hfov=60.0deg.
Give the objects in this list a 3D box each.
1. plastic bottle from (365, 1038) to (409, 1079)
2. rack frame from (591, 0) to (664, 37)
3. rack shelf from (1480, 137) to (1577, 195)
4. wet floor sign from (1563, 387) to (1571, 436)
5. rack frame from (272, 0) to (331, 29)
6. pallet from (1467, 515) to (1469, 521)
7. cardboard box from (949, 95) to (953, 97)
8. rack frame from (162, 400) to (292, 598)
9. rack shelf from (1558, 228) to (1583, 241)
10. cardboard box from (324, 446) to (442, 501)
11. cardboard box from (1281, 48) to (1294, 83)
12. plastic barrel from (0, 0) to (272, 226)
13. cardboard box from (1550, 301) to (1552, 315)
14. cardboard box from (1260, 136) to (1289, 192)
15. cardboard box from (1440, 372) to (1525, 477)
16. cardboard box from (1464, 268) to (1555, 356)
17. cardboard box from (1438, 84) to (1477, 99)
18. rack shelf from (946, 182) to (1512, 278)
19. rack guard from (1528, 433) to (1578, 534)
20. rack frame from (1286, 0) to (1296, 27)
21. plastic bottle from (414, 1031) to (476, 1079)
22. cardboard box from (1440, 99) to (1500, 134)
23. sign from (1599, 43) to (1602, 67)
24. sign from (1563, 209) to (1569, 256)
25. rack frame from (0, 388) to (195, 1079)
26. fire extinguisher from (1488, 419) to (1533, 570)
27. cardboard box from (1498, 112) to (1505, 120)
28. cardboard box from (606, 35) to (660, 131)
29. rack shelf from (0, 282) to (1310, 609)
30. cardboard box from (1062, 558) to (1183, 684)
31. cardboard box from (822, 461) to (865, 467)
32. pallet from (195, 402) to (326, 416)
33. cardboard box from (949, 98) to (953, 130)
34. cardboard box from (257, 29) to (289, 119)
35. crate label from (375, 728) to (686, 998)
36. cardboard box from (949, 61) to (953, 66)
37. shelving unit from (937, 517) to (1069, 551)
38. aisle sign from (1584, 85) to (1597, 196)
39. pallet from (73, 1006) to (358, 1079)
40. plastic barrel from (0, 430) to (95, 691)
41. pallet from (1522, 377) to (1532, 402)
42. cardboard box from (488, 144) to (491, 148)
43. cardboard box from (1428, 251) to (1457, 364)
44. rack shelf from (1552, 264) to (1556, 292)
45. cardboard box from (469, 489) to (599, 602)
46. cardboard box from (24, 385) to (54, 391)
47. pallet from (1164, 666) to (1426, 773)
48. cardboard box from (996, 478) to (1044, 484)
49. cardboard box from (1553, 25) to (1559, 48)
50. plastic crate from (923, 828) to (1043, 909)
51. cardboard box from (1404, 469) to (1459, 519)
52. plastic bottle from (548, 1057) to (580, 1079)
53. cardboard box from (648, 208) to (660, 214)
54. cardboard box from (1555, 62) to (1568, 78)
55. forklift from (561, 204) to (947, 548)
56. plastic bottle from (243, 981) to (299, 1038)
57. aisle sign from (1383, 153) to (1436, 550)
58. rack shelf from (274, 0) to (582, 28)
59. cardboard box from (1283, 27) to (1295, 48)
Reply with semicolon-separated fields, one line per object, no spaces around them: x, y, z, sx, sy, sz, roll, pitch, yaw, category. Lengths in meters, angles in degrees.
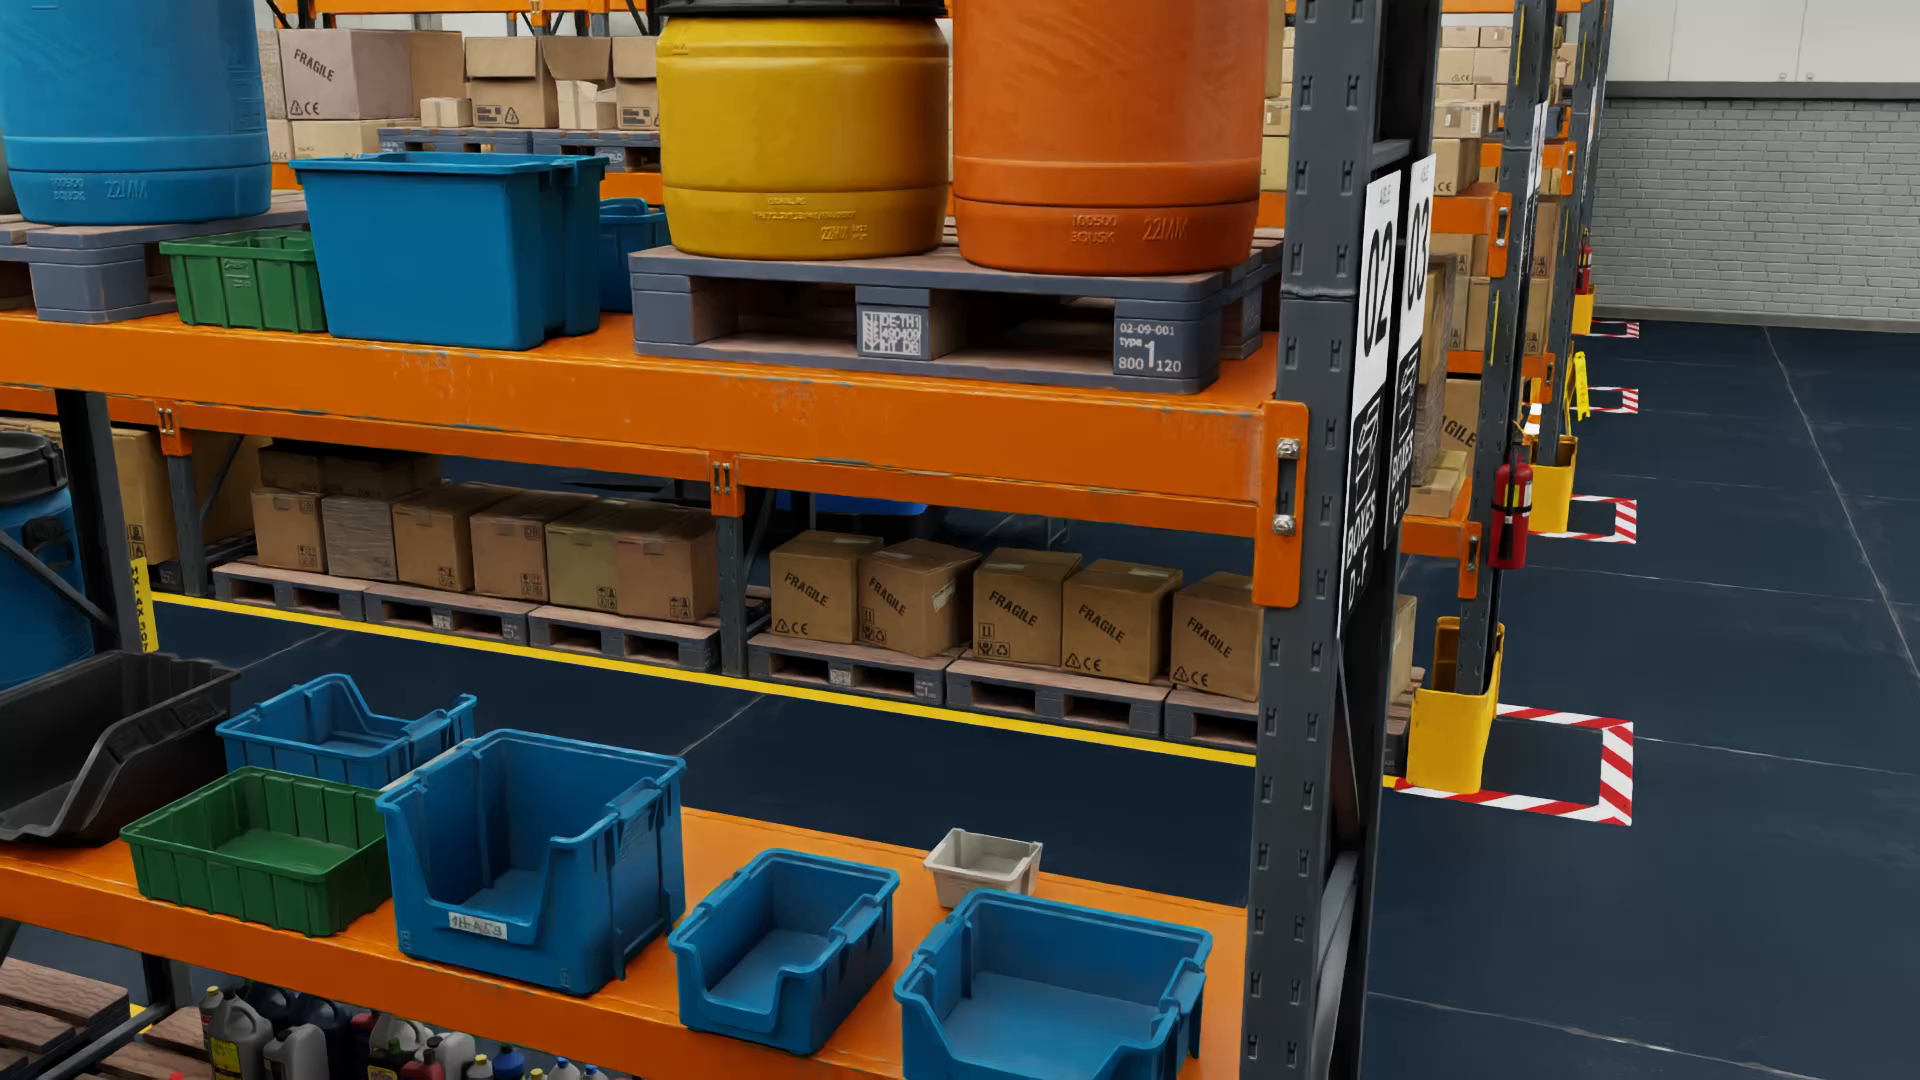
-1.767;1.665;5.141;0.133;0.283;0.061;6;17;21;plastic bottle
-2.927;-5.352;14.469;0.127;3.000;1.000;6;17;21;rack frame
2.655;-2.952;12.873;4.000;0.370;1.077;6;17;21;rack shelf
5.269;-1.033;14.573;0.232;0.644;0.267;3;17;11;wet floor sign
-8.646;-7.465;21.745;0.127;3.000;1.000;6;17;21;rack frame
3.743;-0.375;13.087;1.213;0.211;1.003;6;17;21;pallet
0.035;-2.312;8.930;0.250;0.149;0.380;6;17;19;cardboard box
-4.840;-1.195;10.910;0.127;3.000;1.000;6;17;21;rack frame
6.195;-4.094;22.185;4.000;0.370;1.077;6;17;21;rack shelf
-3.709;-0.454;10.705;0.500;0.250;0.500;8;18;27;cardboard box
2.557;-3.546;12.430;0.500;0.250;0.500;6;17;21;cardboard box
-2.050;-1.255;4.082;0.708;0.901;0.600;6;17;21;plastic barrel
7.502;-3.082;21.588;0.500;0.250;0.500;6;17;21;cardboard box
1.594;-1.779;7.810;0.500;0.250;0.500;6;17;21;cardboard box
3.860;-0.886;12.904;0.875;0.875;0.875;6;17;21;cardboard box
4.154;-1.751;12.555;0.550;0.550;0.875;6;17;21;cardboard box
3.609;-3.220;12.024;0.250;0.149;0.380;7;17;21;cardboard box
0.741;-1.676;8.477;4.000;0.370;1.077;6;17;21;rack shelf
4.538;-0.450;12.826;0.348;0.500;1.175;6;17;21;rack guard
4.334;-7.525;21.953;0.127;3.000;1.000;6;17;21;rack frame
-1.603;1.657;5.182;0.135;0.276;0.152;7;17;22;plastic bottle
2.430;-2.025;7.941;0.250;0.149;0.380;6;17;20;cardboard box
7.843;-5.923;20.369;0.005;0.325;0.100;6;17;21;sign
4.303;-2.183;11.812;0.005;0.325;0.100;6;17;21;sign
-2.937;0.499;5.075;0.127;3.000;1.000;6;17;21;rack frame
2.539;-0.208;7.649;0.183;0.674;0.296;6;17;21;fire extinguisher
5.325;-4.284;16.619;0.250;0.149;0.380;7;18;22;cardboard box
-1.520;-2.551;9.263;0.637;0.503;0.797;5;17;18;cardboard box
-1.076;-0.392;4.053;4.000;0.370;1.077;6;17;21;rack shelf
0.883;0.433;9.033;0.500;0.500;0.500;8;18;26;cardboard box
-0.559;-0.518;9.028;0.250;0.149;0.380;6;17;21;cardboard box
-4.138;-1.058;10.780;1.003;0.211;1.213;6;17;21;pallet
0.047;-2.126;8.290;0.250;0.149;0.380;6;17;20;cardboard box
-4.027;-2.756;9.830;0.500;0.500;0.500;6;17;21;cardboard box
-1.027;0.773;4.068;0.616;0.435;0.502;6;17;21;crate label
-0.021;-6.768;23.748;0.250;0.149;0.380;6;17;19;cardboard box
0.217;-0.701;11.896;1.048;1.500;0.538;6;17;20;shelving unit
4.692;-2.972;12.367;0.004;0.787;0.394;6;17;21;aisle sign
-2.327;1.917;5.190;1.213;0.211;1.003;6;17;21;pallet
-3.185;0.140;5.412;0.708;0.901;0.600;6;17;21;plastic barrel
5.424;-1.708;17.677;1.213;0.211;1.003;6;17;21;pallet
-5.762;-5.046;21.039;0.250;0.149;0.380;6;17;21;cardboard box
2.190;-1.175;8.333;0.500;0.500;0.500;6;17;21;cardboard box
4.377;-2.806;17.749;4.000;0.370;1.077;6;17;21;rack shelf
-2.640;0.024;10.404;0.500;0.500;0.700;5;17;16;cardboard box
-5.852;-1.282;11.029;0.500;0.500;0.500;6;17;20;cardboard box
1.788;0.863;8.824;1.213;0.211;1.003;6;17;21;pallet
0.370;-0.415;8.674;0.250;0.149;0.380;6;17;21;cardboard box
4.078;-3.552;11.735;0.250;0.149;0.380;6;17;21;cardboard box
0.070;0.860;4.305;0.250;0.136;0.298;6;17;21;plastic crate
2.261;-0.232;8.042;0.250;0.149;0.380;6;17;21;cardboard box
-1.200;1.695;5.058;0.097;0.271;0.097;0;16;0;plastic bottle
-1.807;-1.393;9.763;1.000;1.000;1.000;6;17;21;cardboard box
5.815;-4.608;16.305;0.250;0.149;0.380;6;17;21;cardboard box
-1.663;-1.492;12.054;3.031;2.935;1.130;3;16;10;forklift
-2.232;1.551;5.414;0.185;0.351;0.144;6;17;19;plastic bottle
0.959;-0.409;3.540;0.004;0.787;0.394;6;17;21;aisle sign
-6.786;-6.722;21.197;4.000;0.370;1.077;6;17;21;rack shelf
2.424;-3.733;12.361;0.250;0.149;0.380;6;17;20;cardboard box
